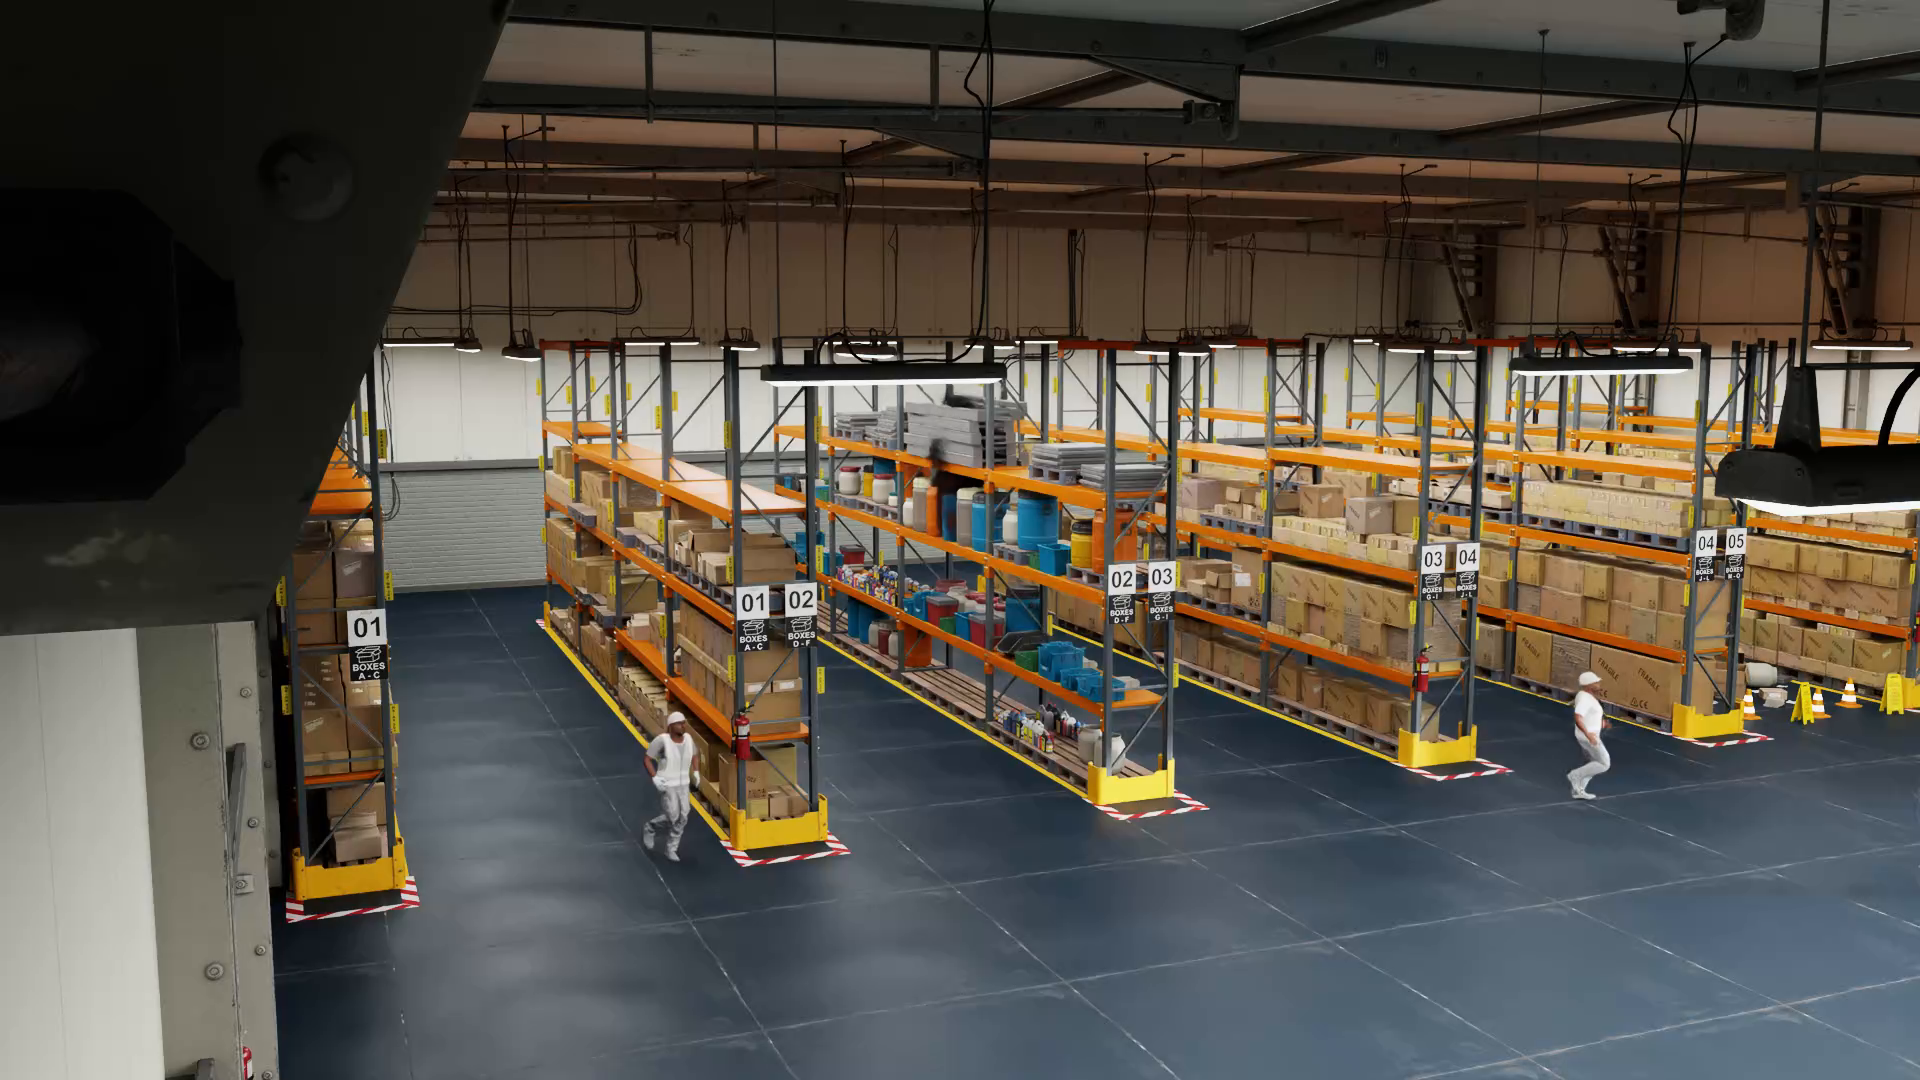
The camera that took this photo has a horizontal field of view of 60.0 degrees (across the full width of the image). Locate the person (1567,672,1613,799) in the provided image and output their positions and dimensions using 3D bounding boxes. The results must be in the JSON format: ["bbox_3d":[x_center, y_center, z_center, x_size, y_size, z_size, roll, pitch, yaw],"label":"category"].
[{"bbox_3d":[8.386,2.609,22.118,0.580,1.720,0.707,2,8,14],"label":"person"}]

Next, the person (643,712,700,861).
[{"bbox_3d":[-3.411,2.918,19.858,0.562,1.766,0.707,7,10,43],"label":"person"}]
